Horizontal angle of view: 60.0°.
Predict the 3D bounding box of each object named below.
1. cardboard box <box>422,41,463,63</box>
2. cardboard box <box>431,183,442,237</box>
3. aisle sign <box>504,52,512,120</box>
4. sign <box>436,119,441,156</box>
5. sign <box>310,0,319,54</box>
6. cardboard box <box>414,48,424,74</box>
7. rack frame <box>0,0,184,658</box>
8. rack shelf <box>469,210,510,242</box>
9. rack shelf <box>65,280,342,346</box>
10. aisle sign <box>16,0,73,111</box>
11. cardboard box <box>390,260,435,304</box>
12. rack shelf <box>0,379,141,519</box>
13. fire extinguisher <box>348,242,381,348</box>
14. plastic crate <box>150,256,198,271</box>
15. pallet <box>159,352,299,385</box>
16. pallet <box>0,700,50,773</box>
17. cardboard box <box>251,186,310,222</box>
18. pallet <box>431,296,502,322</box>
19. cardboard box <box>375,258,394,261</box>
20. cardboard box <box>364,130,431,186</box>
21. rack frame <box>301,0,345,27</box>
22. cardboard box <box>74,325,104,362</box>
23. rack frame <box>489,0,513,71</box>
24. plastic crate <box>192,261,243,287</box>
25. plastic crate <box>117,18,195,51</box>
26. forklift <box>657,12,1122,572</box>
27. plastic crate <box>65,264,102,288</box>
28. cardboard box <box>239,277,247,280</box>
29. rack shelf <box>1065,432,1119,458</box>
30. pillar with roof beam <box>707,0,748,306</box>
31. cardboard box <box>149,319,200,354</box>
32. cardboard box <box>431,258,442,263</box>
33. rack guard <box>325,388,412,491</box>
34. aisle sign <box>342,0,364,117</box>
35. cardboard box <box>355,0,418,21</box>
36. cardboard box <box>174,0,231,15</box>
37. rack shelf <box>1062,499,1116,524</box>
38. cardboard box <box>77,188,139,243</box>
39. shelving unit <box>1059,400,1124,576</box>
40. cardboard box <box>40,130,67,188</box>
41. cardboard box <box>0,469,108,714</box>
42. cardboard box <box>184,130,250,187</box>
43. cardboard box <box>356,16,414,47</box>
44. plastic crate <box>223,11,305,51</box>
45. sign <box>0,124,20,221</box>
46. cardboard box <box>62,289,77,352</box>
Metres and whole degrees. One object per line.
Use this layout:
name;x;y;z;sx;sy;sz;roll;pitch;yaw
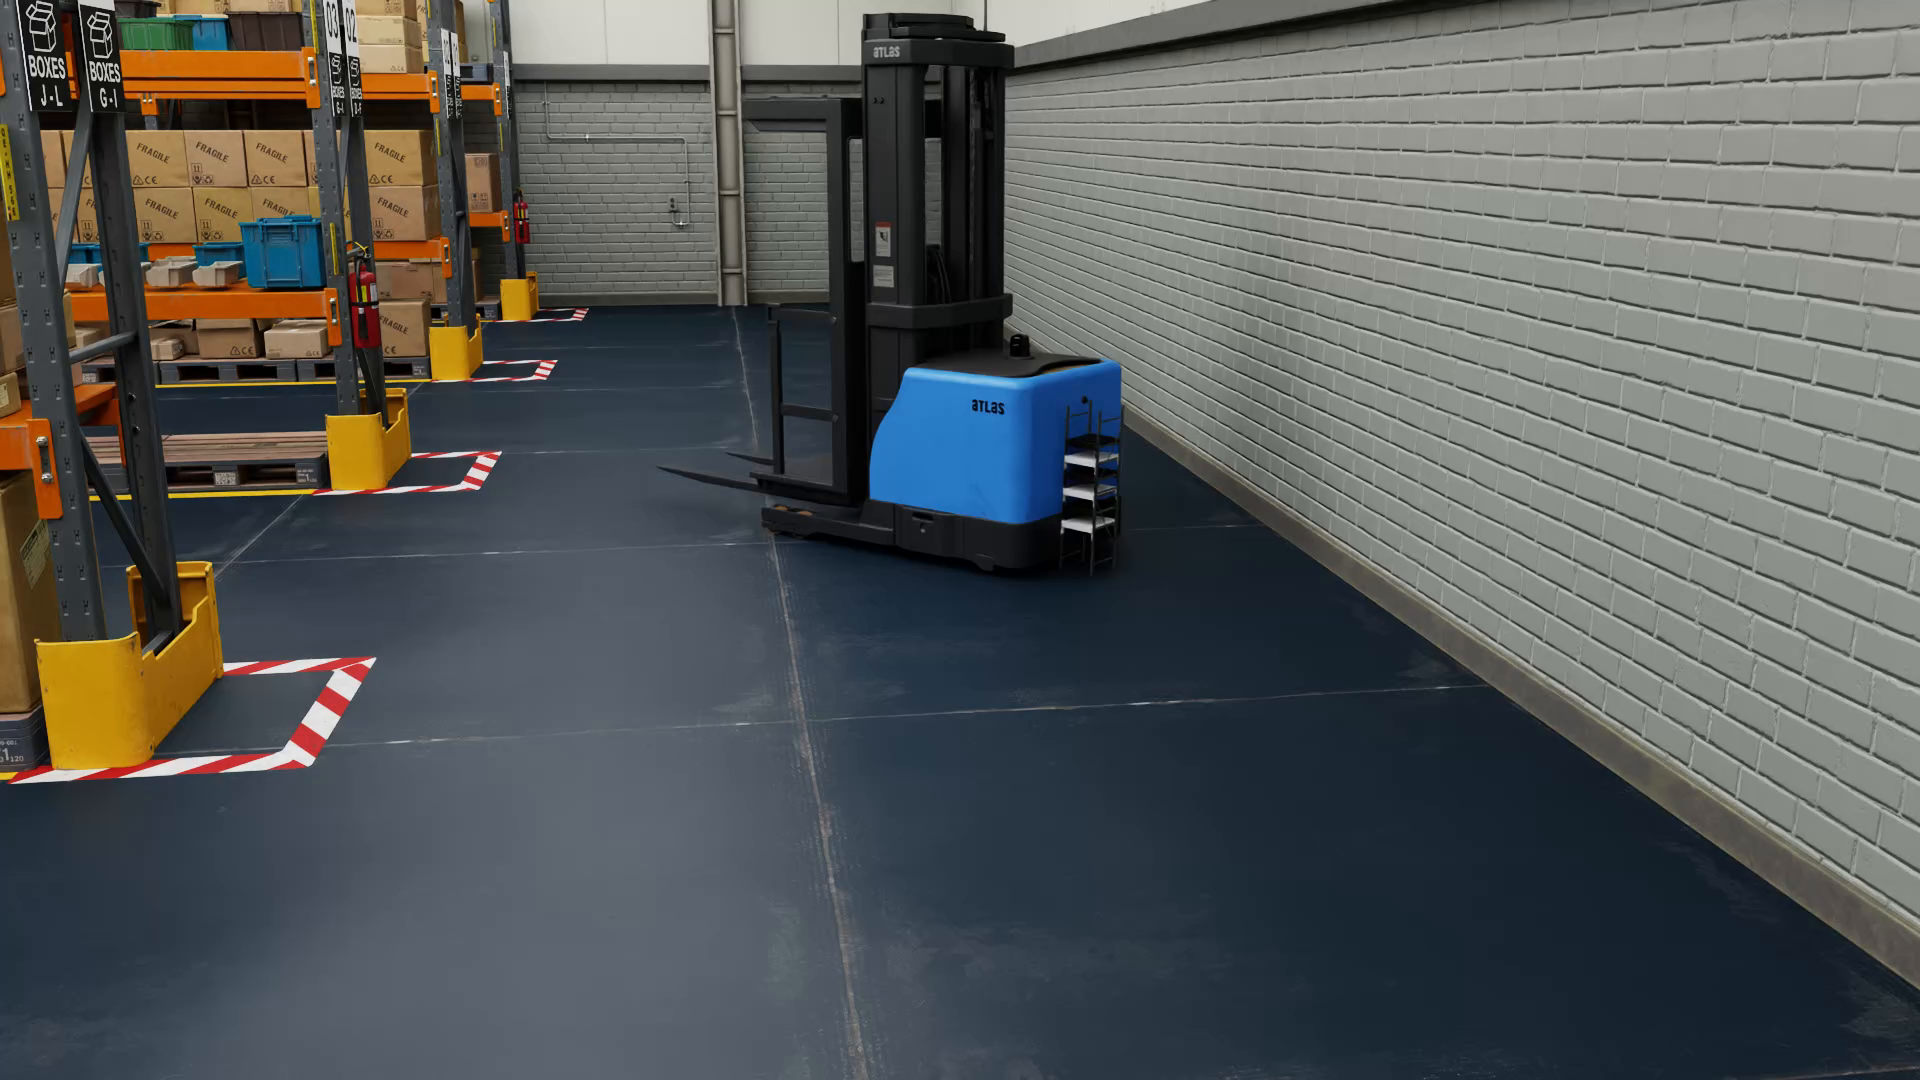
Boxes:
cardboard box;-6.273;-5.849;19.950;0.500;0.250;0.500;-2;14;-7
cardboard box;-5.324;-3.209;16.147;0.500;0.500;0.500;-2;14;-7
aisle sign;-5.472;-5.496;20.127;0.004;0.787;0.394;-2;14;-8
sign;-4.783;-3.694;15.255;0.005;0.325;0.100;-2;14;-8
sign;-4.014;-3.194;10.341;0.005;0.325;0.100;-2;14;-8
cardboard box;-5.392;-4.538;15.793;0.500;0.250;0.500;-2;14;-8
rack frame;-3.374;-0.730;6.468;0.127;3.000;1.000;-2;14;-8
rack shelf;-7.566;-3.883;20.519;4.000;0.370;1.077;-2;14;-8
rack shelf;-6.090;-1.500;11.017;4.000;0.370;1.077;-2;14;-8
aisle sign;-3.258;-1.922;5.874;0.004;0.787;0.394;-2;14;-8
cardboard box;-6.760;-3.228;20.704;0.500;0.500;0.700;-2;14;-8
rack shelf;-5.352;-0.309;6.266;4.000;0.370;1.077;-2;14;-8
fire extinguisher;-3.895;-1.600;10.859;0.183;0.674;0.296;-2;14;-8
plastic crate;-5.406;-1.877;11.458;0.298;0.136;0.250;-2;14;-8
pallet;-6.913;-1.685;16.009;1.213;0.211;1.003;-2;14;-8
pallet;-4.153;0.670;6.616;1.213;0.211;1.003;-2;14;-8
cardboard box;-6.255;-3.044;15.487;0.500;0.500;0.500;-2;14;-8
pallet;-6.367;-2.904;20.869;1.213;0.211;1.003;-2;14;-8
cardboard box;-7.171;-3.577;20.760;0.250;0.149;0.380;-2;14;-8
cardboard box;-5.245;-3.565;15.508;0.500;0.500;0.500;-2;14;-9
rack frame;-4.112;-4.832;10.489;0.127;3.000;1.000;-2;14;-8
cardboard box;-8.354;-1.841;15.519;0.500;0.311;0.500;-2;14;-8
rack frame;-5.588;-7.215;19.991;0.127;3.000;1.000;-2;14;-8
plastic crate;-4.891;-1.750;10.952;0.243;0.136;0.396;-2;14;-8
plastic crate;-5.045;-3.170;10.463;0.336;0.188;0.450;-2;14;-8
forklift;-0.553;-1.518;9.749;3.031;2.935;1.130;11;18;36
plastic crate;-5.742;-1.712;10.799;0.250;0.136;0.298;-2;14;-8
cardboard box;-8.789;-3.154;20.405;0.500;0.500;0.700;-2;14;-8
rack shelf;0.716;-0.510;8.918;0.200;0.077;0.258;13;19;36
pillar with roof beam;-2.406;-6.485;17.082;0.400;9.000;9.100;-2;14;-8
cardboard box;-7.539;-1.994;16.128;0.500;0.311;0.500;-2;14;-8
cardboard box;-6.365;-3.513;20.504;0.250;0.149;0.380;-2;14;-9
rack guard;-4.090;-0.713;11.538;0.348;0.500;1.175;-2;14;-8
aisle sign;-4.085;-3.257;11.197;0.004;0.787;0.394;-2;14;-8
cardboard box;-5.352;-5.079;15.381;0.500;0.500;0.700;-2;14;-8
cardboard box;-6.846;-5.042;15.233;0.500;0.500;0.700;-2;14;-8
rack shelf;0.706;-0.163;9.013;0.200;0.077;0.258;13;19;36
cardboard box;-7.751;-2.989;15.269;0.500;0.500;0.500;-2;14;-7
shelving unit;0.709;-0.282;8.980;0.210;0.900;0.258;13;19;36
cardboard box;-8.294;-3.451;15.056;0.500;0.500;0.500;-2;14;-7
cardboard box;-3.995;0.139;6.506;0.875;0.875;0.875;-2;14;-8
cardboard box;-6.765;-3.508;15.281;0.500;0.500;0.500;-2;14;-7
cardboard box;-5.316;-4.658;15.244;0.500;0.250;0.500;-2;14;-8
plastic crate;-4.534;-3.366;11.081;0.590;0.269;0.497;-2;14;-8
sign;-3.307;-1.276;5.776;0.005;0.325;0.100;-2;14;-8
cardboard box;-3.889;-0.849;6.640;0.500;0.250;0.500;-2;14;-10
